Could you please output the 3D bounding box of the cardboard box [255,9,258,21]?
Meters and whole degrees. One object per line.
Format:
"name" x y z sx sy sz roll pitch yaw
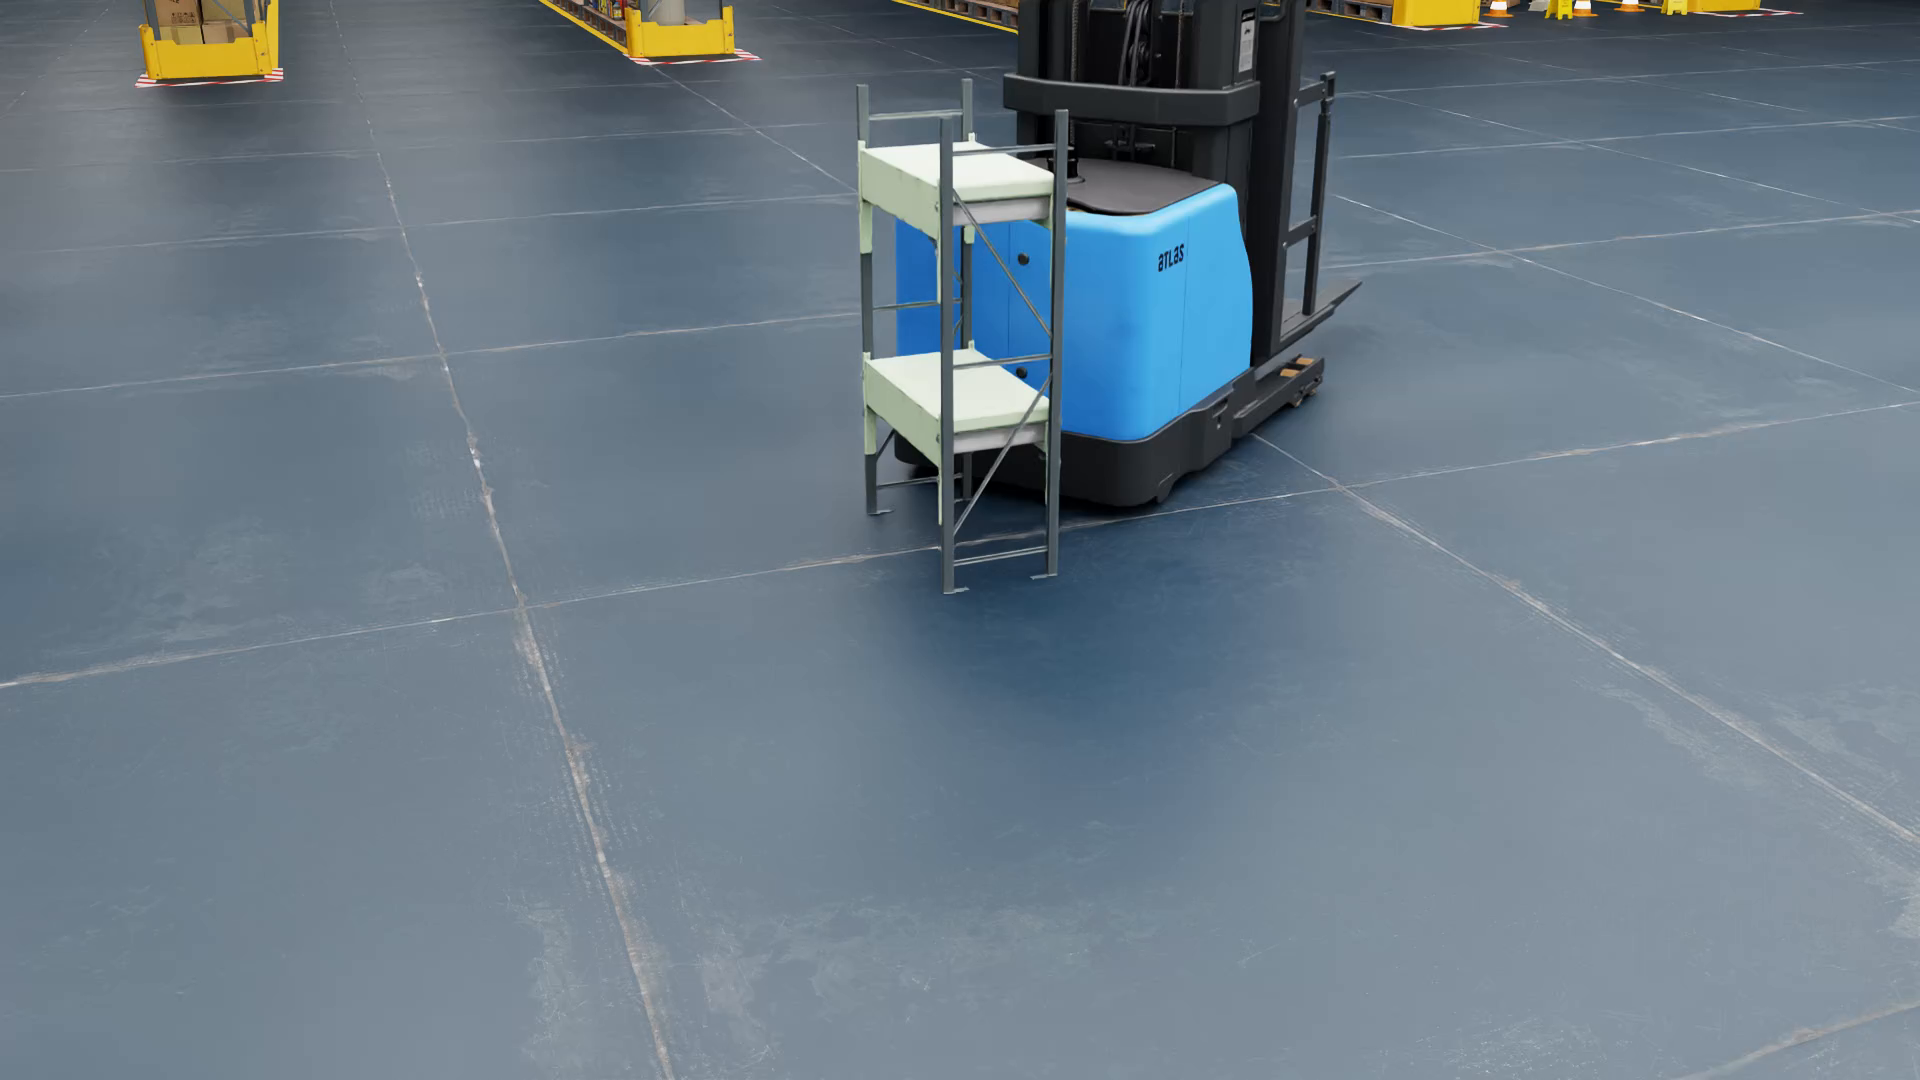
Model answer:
"cardboard box" -8.220 -5.875 18.826 0.500 0.250 0.500 -8 24 -19

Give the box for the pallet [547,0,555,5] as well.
"pallet" -5.664 -8.191 24.912 1.003 0.211 1.213 -8 24 -19

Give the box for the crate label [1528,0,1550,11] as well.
"crate label" 8.217 -7.557 23.502 0.298 0.136 0.250 18 29 36

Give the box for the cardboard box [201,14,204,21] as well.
"cardboard box" -8.542 -5.620 18.221 0.500 0.250 0.500 -8 24 -19

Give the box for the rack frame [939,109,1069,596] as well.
"rack frame" 0.130 -0.544 5.110 0.400 1.500 0.023 -9 24 -20

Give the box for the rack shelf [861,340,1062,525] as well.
"rack shelf" -0.009 -0.375 5.548 0.431 0.370 0.720 -9 24 -20

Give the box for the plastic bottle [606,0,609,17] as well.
"plastic bottle" -4.246 -6.556 20.384 0.152 0.276 0.135 -9 24 -20

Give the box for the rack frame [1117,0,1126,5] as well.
"rack frame" 1.559 -7.535 19.766 1.000 3.000 0.127 -8 24 -19

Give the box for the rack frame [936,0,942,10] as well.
"rack frame" 0.146 -8.989 23.215 1.000 3.000 0.127 -8 24 -19

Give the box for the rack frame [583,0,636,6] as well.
"rack frame" -4.488 -8.309 21.602 1.000 3.000 0.127 -8 24 -19

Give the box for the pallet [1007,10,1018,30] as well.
"pallet" 1.278 -6.578 21.085 1.003 0.211 1.213 -8 24 -19

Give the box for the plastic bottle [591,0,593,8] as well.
"plastic bottle" -4.714 -6.973 21.468 0.097 0.201 0.097 0 23 0

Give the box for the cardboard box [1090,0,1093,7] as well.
"cardboard box" 1.354 -6.806 20.714 0.500 0.500 0.500 -4 23 -9

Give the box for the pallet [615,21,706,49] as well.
"pallet" -3.428 -5.888 19.448 1.003 0.211 1.213 -8 24 -19

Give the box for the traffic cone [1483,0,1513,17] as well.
"traffic cone" 7.376 -7.398 22.707 0.336 0.463 0.334 -8 24 -19

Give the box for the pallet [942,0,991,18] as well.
"pallet" 0.416 -7.465 23.189 1.003 0.211 1.213 -8 24 -19

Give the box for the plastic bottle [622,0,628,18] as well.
"plastic bottle" -4.098 -6.524 20.298 0.061 0.283 0.133 -8 24 -19

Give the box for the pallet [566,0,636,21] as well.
"pallet" -4.802 -7.304 22.808 1.003 0.211 1.213 -8 24 -19

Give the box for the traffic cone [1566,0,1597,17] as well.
"traffic cone" 8.553 -7.430 22.781 0.336 0.463 0.334 -8 24 -19

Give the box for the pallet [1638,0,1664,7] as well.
"pallet" 10.549 -7.938 24.311 1.003 0.211 1.213 -8 24 -19

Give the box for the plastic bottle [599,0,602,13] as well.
"plastic bottle" -4.505 -6.776 20.895 0.061 0.283 0.133 -7 24 -17

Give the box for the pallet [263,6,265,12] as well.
"pallet" -10.282 -7.495 23.261 1.003 0.211 1.213 -8 24 -19

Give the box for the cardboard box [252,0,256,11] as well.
"cardboard box" -8.219 -6.220 18.680 0.500 0.500 0.500 -8 24 -19

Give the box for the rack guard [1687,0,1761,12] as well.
"rack guard" 10.803 -7.771 23.543 1.175 0.500 0.348 -8 24 -19

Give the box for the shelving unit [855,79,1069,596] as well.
"shelving unit" -0.009 -0.676 5.422 0.431 1.500 0.755 -9 24 -20

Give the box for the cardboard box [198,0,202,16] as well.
"cardboard box" -8.545 -5.965 18.074 0.500 0.500 0.500 -8 24 -19

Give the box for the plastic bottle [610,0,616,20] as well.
"plastic bottle" -4.192 -6.454 20.132 0.061 0.283 0.133 -8 24 -18

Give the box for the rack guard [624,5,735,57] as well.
"rack guard" -3.146 -5.725 18.690 1.175 0.500 0.348 -8 24 -19

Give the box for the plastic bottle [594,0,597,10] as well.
"plastic bottle" -4.591 -6.941 21.200 0.144 0.351 0.185 -8 24 -18

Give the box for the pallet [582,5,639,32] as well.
"pallet" -4.290 -6.775 21.551 1.003 0.211 1.213 -8 24 -19

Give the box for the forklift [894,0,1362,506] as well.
"forklift" 0.933 -1.996 6.712 1.130 2.935 3.031 13 26 28

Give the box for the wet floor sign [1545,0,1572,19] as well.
"wet floor sign" 8.097 -7.356 22.371 0.267 0.644 0.232 -13 26 -28

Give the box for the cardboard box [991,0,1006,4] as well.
"cardboard box" 0.752 -7.458 22.260 0.500 0.500 0.500 -11 25 -24

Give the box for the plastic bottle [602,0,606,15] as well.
"plastic bottle" -4.374 -6.718 20.671 0.144 0.351 0.185 -9 24 -19

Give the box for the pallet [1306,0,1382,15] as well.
"pallet" 5.452 -7.617 23.549 1.003 0.211 1.213 -8 24 -19

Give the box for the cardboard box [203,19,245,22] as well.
"cardboard box" -7.872 -5.511 17.962 0.500 0.250 0.500 -8 24 -19

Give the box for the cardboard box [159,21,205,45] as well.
"cardboard box" -8.176 -5.258 17.363 0.500 0.250 0.500 -8 24 -19

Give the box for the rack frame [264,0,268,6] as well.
"rack frame" -10.536 -9.084 23.441 1.000 3.000 0.127 -8 24 -19

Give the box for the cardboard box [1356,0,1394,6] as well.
"cardboard box" 5.933 -7.631 22.188 0.875 0.875 0.875 -8 24 -19

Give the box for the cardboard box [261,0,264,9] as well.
"cardboard box" -9.213 -6.924 21.315 0.500 0.250 0.500 -8 24 -18

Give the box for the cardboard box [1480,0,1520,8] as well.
"cardboard box" 7.841 -8.036 24.167 0.637 0.503 0.797 12 26 27
